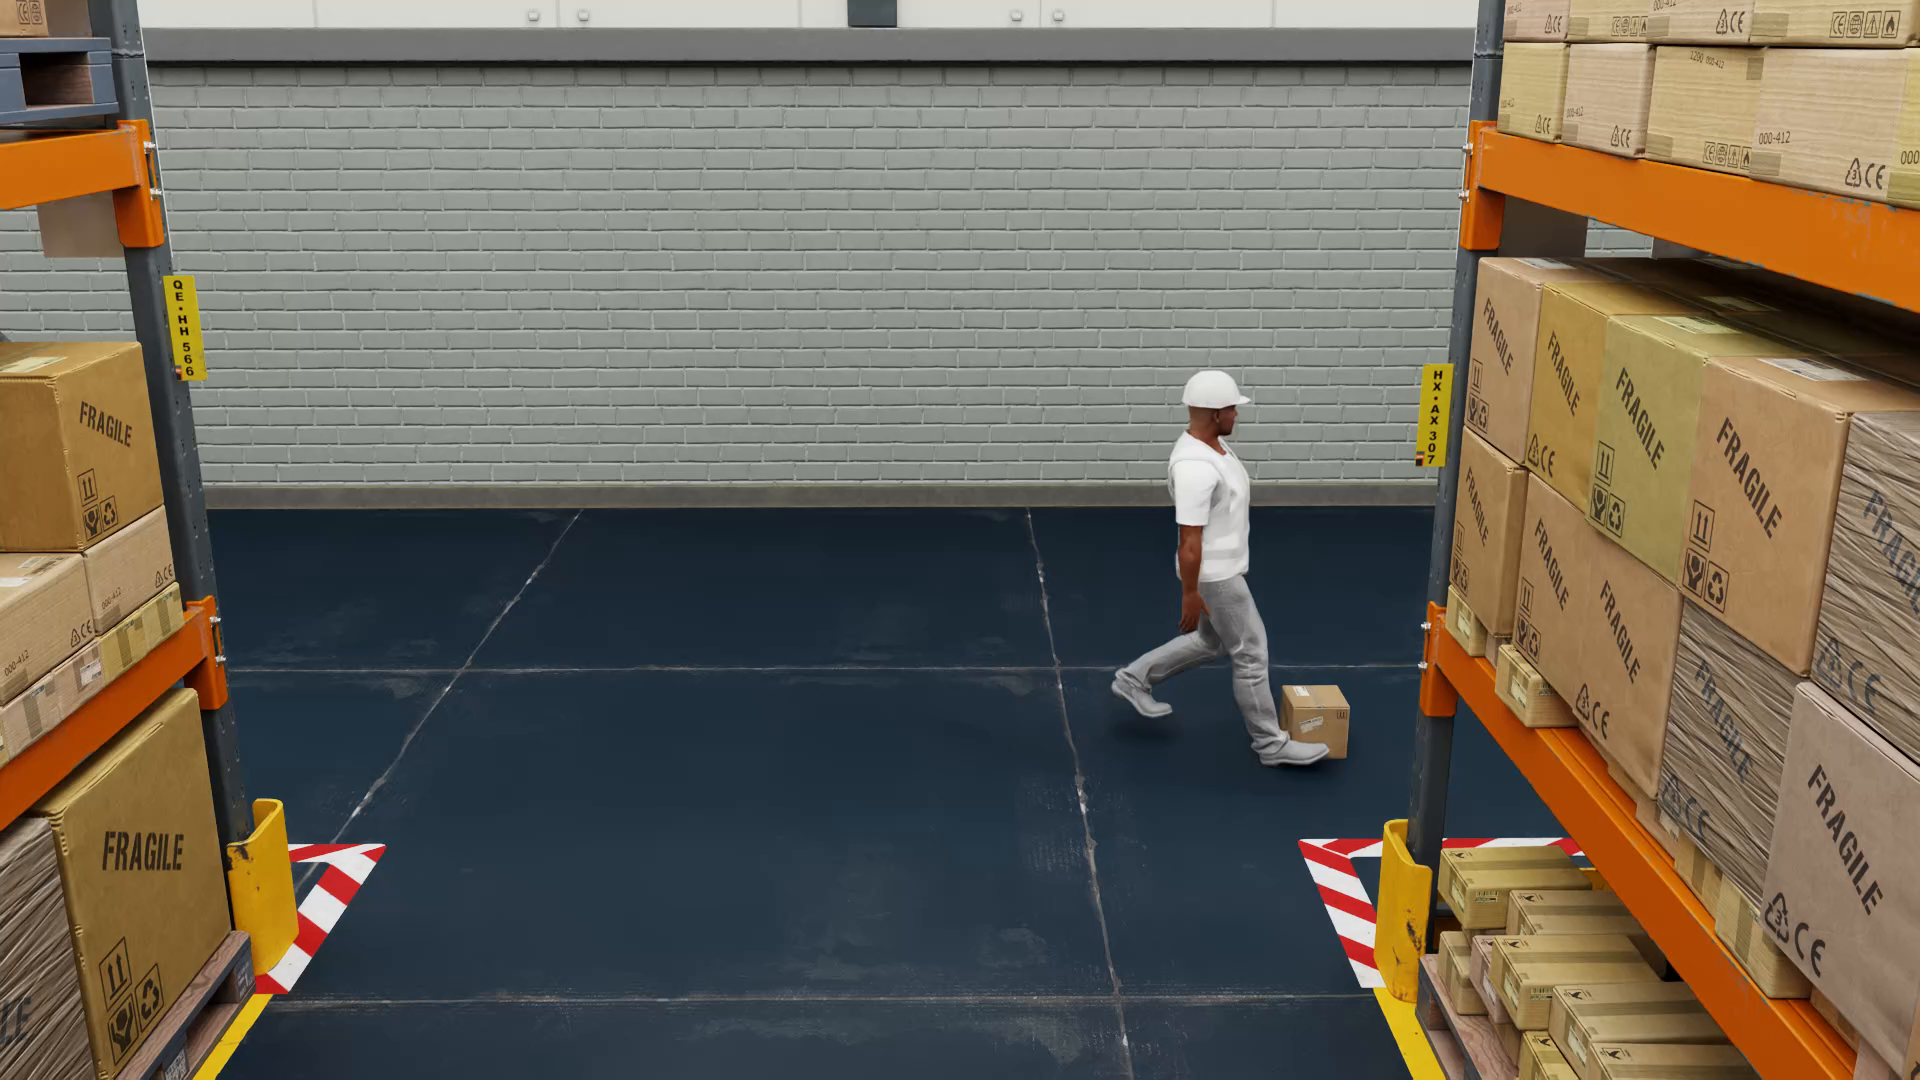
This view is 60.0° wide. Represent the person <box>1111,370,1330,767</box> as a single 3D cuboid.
[{"bbox_3d":[1.147,0.119,7.205,0.986,1.730,0.588,3,17,10],"label":"person"}]
